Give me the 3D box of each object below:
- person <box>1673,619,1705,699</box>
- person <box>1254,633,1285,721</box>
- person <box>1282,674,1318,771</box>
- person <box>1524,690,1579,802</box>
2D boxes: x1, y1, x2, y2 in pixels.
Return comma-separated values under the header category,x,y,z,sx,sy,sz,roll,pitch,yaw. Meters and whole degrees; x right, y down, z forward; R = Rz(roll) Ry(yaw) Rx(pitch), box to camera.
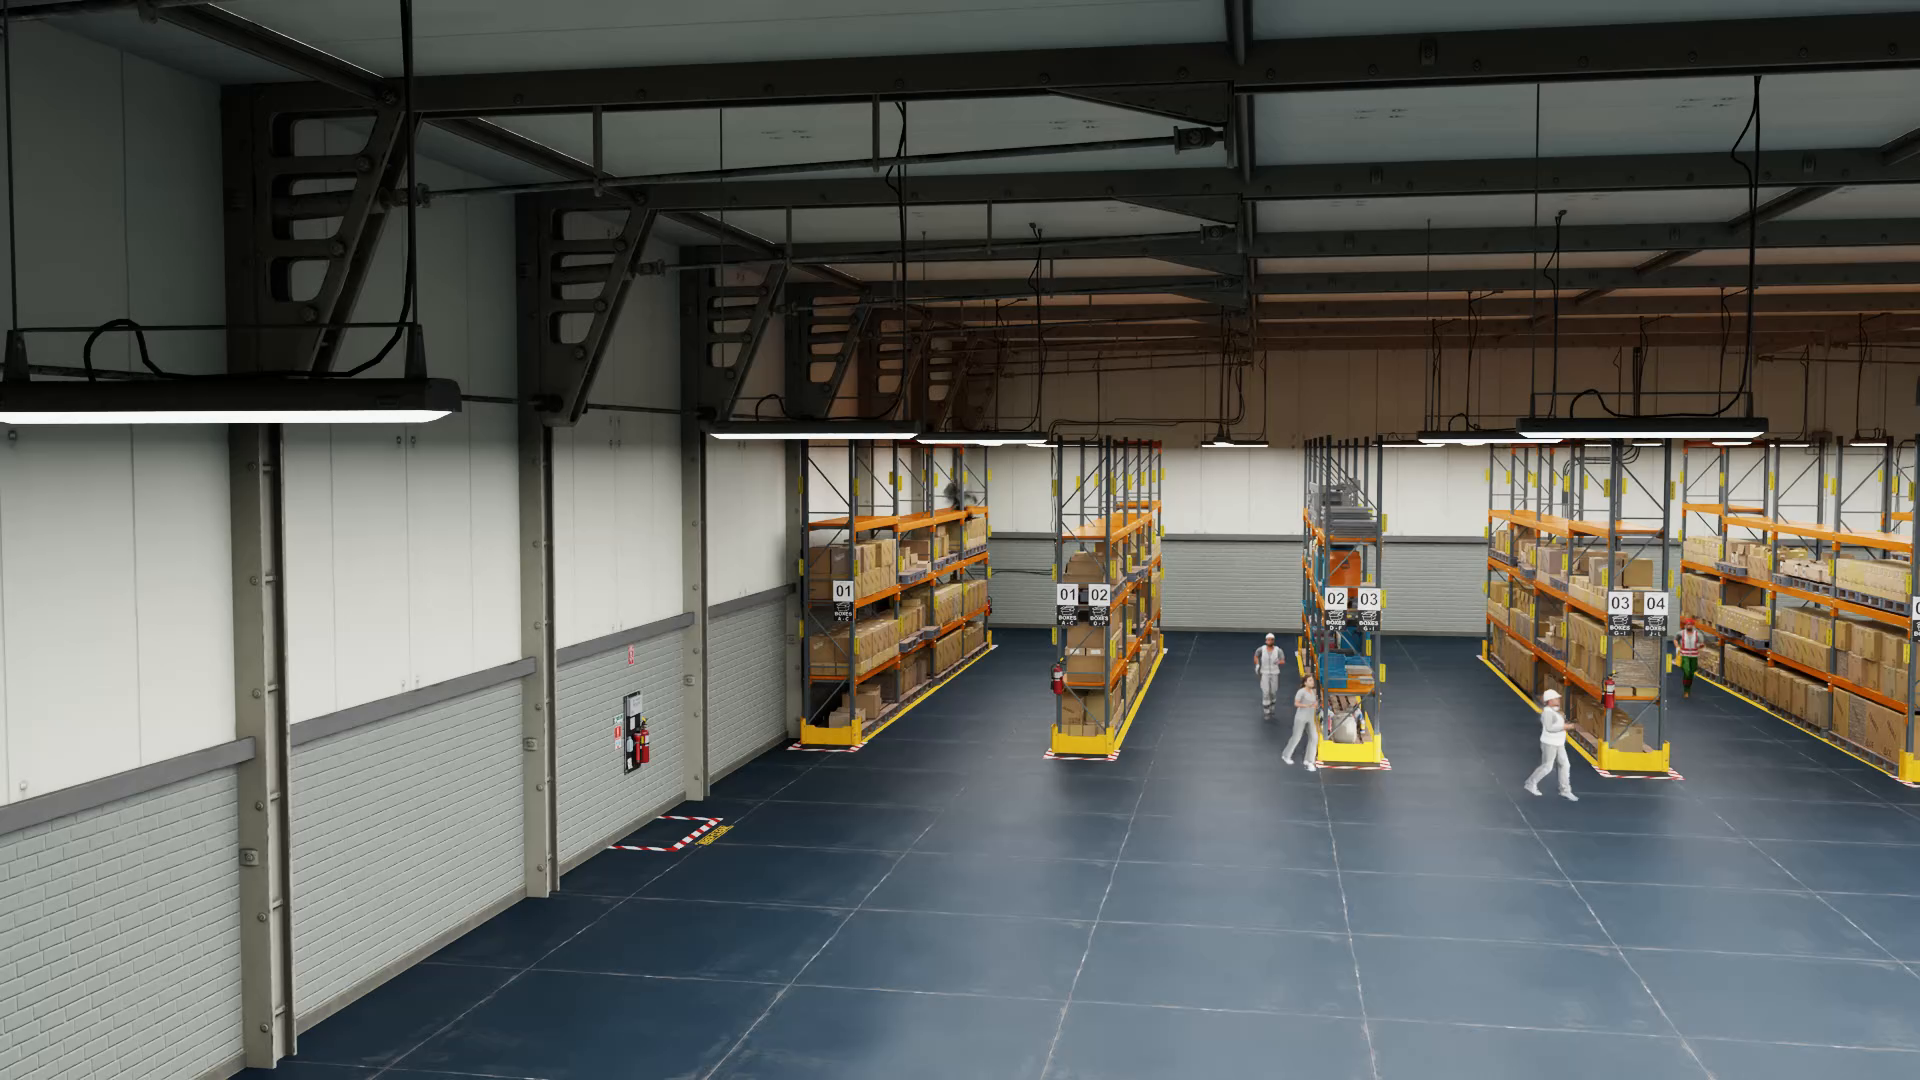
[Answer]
category,x,y,z,sx,sy,sz,roll,pitch,yaw
person,16.895,2.725,38.511,0.634,1.824,0.820,1,3,12
person,6.608,2.900,35.484,0.635,1.824,0.814,0,3,8
person,6.193,3.270,29.968,0.570,1.719,0.766,-2,4,-33
person,9.674,3.349,27.180,0.836,1.812,0.647,2,4,35
